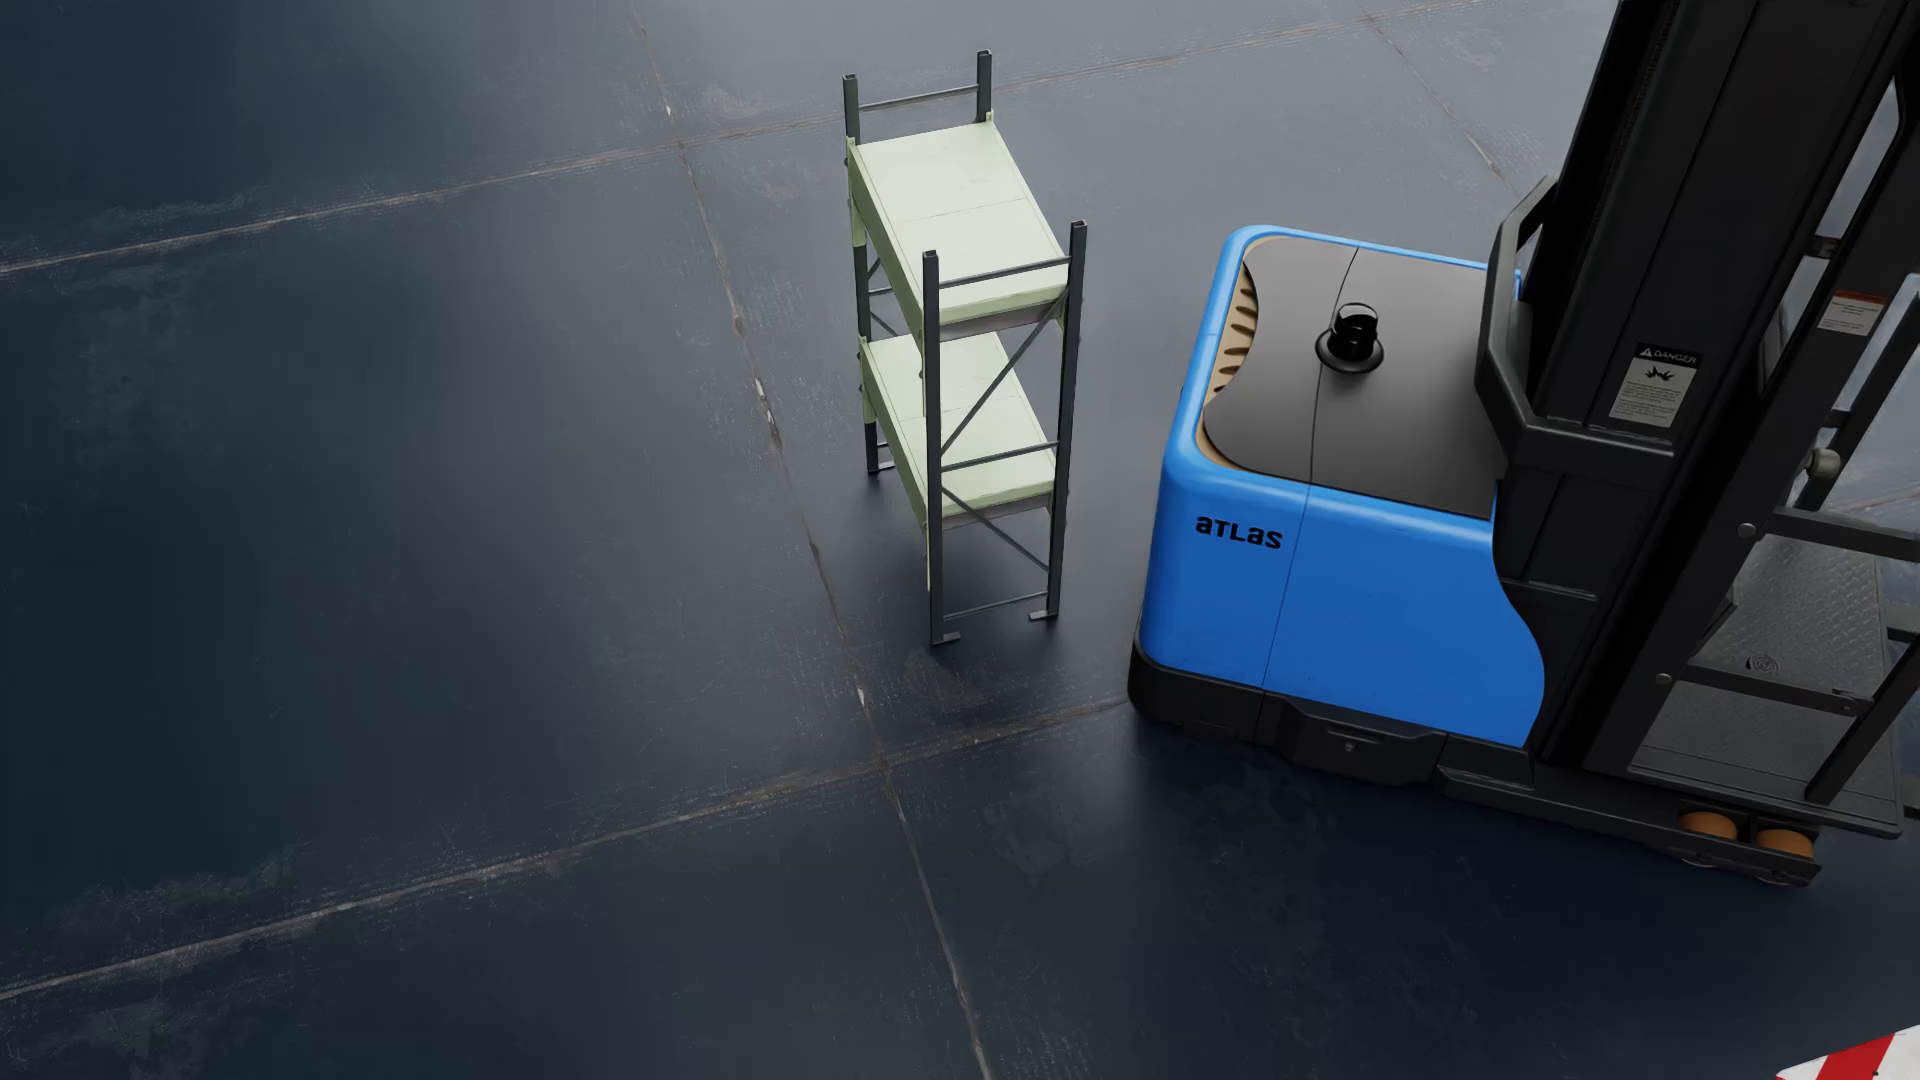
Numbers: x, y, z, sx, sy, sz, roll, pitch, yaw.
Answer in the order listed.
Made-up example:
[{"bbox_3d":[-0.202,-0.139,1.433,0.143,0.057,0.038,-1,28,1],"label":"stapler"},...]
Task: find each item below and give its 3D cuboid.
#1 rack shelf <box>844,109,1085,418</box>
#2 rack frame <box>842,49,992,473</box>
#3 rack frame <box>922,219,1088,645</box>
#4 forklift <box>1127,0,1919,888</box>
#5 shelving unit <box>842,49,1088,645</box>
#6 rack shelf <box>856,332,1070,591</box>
[{"bbox_3d":[-0.002,-0.740,4.382,0.431,0.370,0.720,-13,51,-11],"label":"rack shelf"},{"bbox_3d":[-0.110,-0.756,4.906,0.400,1.500,0.023,-13,51,-11],"label":"rack frame"},{"bbox_3d":[0.106,-0.221,4.455,0.400,1.500,0.023,-13,51,-11],"label":"rack frame"},{"bbox_3d":[2.058,-0.475,3.734,3.031,2.935,1.130,12,51,10],"label":"forklift"},{"bbox_3d":[-0.002,-0.488,4.681,0.431,1.500,0.755,-13,51,-11],"label":"shelving unit"},{"bbox_3d":[-0.002,-0.278,4.930,0.431,0.370,0.720,-13,51,-11],"label":"rack shelf"}]
